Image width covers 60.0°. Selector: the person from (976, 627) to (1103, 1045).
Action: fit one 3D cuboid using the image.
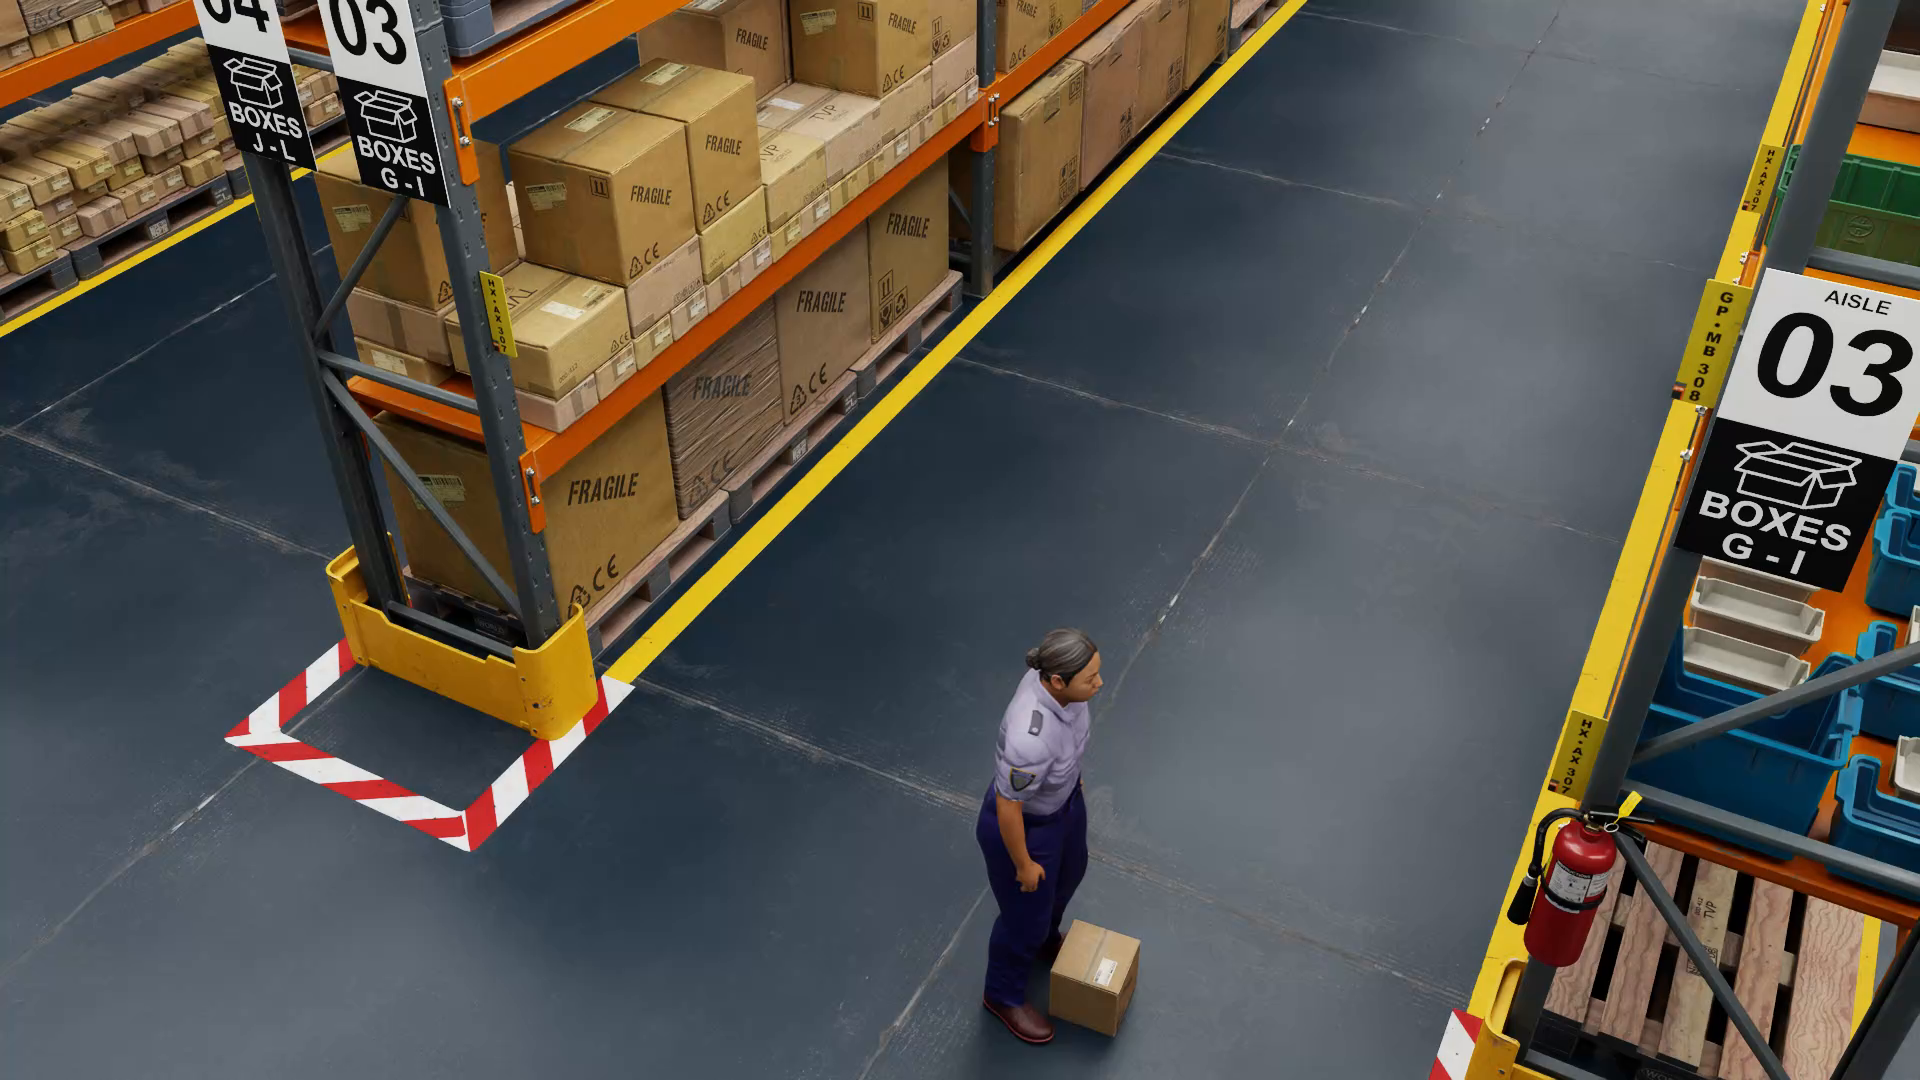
[{"bbox_3d":[0.266,0.938,5.562,0.369,1.652,0.564,16,41,19],"label":"person"}]
